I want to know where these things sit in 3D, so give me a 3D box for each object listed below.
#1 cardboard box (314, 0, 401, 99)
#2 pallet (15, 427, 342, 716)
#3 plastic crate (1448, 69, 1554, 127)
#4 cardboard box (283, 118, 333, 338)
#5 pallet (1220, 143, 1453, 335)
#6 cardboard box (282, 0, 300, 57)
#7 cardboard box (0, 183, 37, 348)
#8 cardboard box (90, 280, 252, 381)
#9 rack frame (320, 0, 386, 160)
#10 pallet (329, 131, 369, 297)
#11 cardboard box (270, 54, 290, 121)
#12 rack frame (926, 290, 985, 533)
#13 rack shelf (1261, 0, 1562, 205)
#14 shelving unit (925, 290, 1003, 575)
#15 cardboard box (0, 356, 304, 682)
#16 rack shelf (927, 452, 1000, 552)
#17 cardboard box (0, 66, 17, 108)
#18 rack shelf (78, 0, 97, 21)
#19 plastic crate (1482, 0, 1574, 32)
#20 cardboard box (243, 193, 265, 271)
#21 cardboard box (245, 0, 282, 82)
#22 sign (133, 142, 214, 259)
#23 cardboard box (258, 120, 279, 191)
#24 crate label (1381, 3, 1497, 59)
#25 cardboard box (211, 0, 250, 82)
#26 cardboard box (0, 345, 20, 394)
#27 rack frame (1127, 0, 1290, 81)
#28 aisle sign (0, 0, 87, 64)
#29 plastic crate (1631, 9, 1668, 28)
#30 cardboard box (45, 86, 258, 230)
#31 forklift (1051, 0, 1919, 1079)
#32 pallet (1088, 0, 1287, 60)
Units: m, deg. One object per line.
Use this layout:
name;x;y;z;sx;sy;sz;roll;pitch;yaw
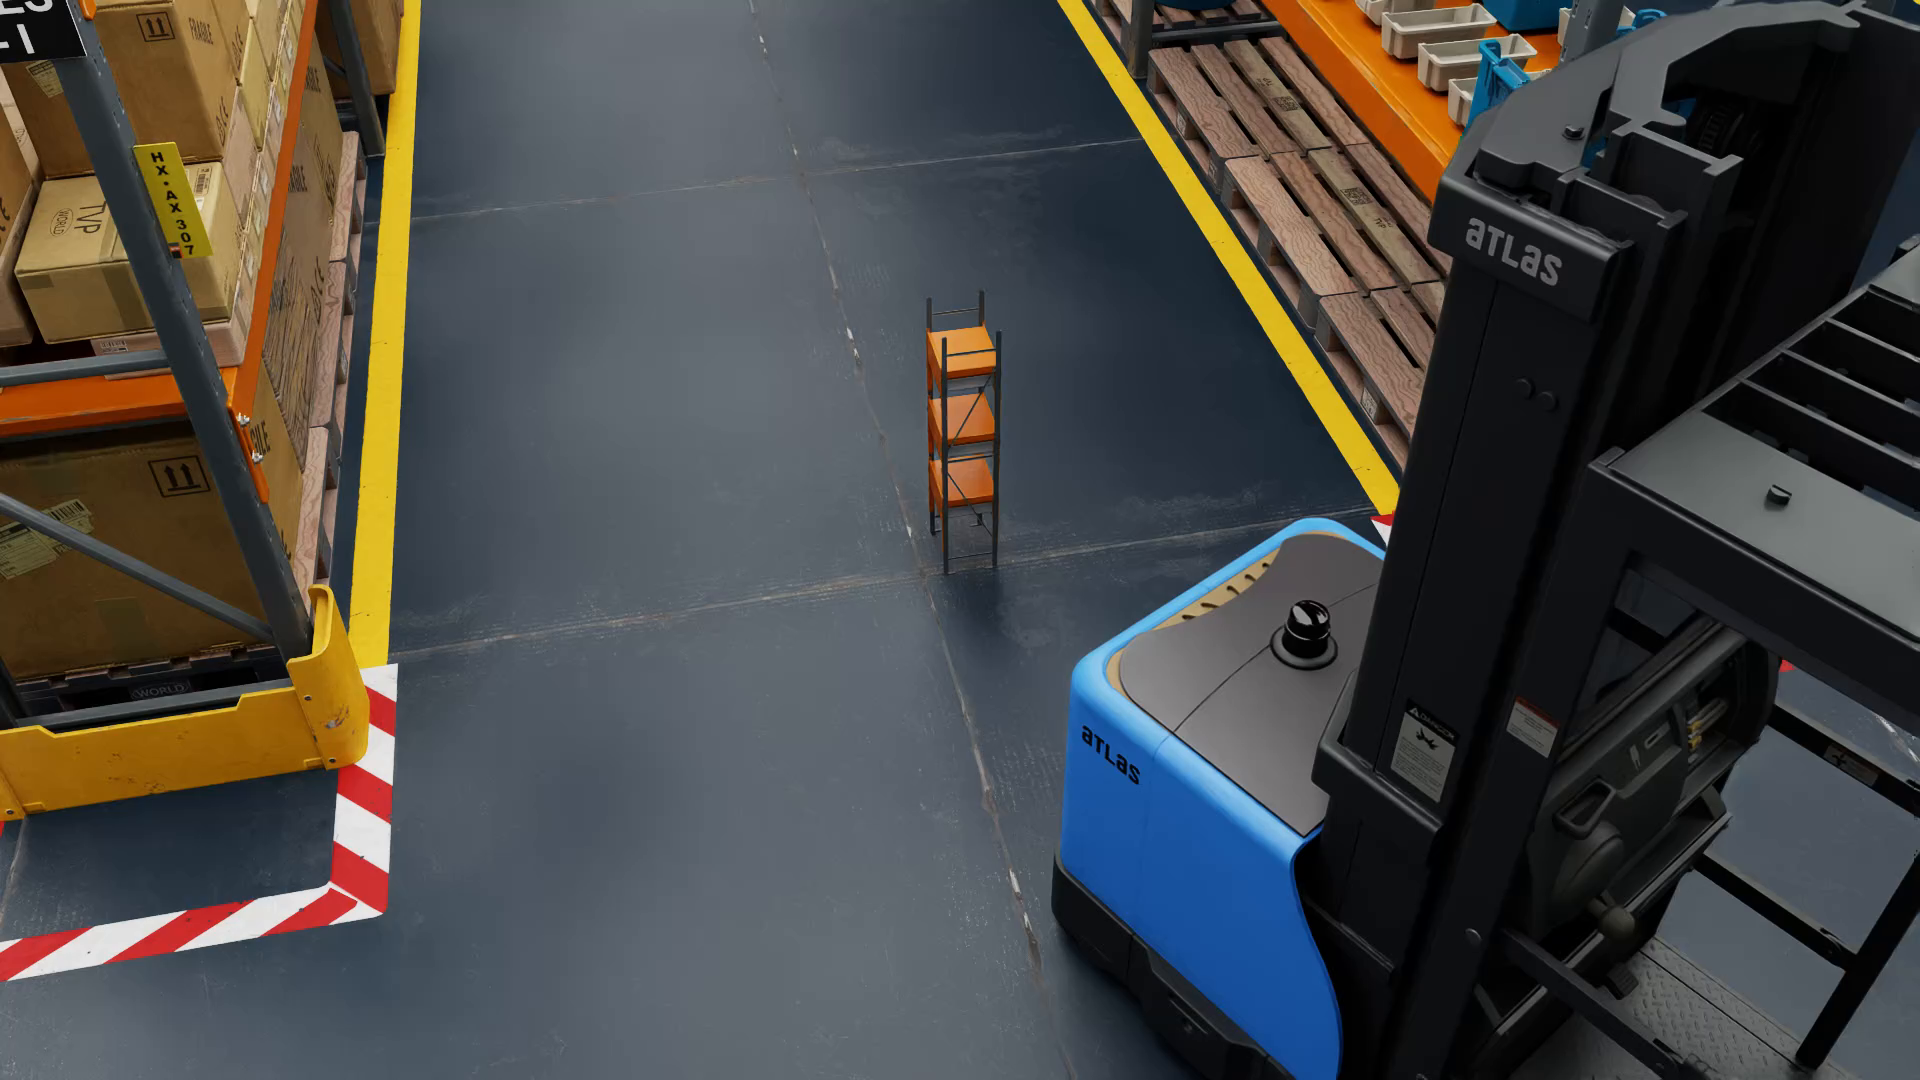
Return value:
cardboard box;-3.573;-2.802;8.431;1.225;0.875;0.875;-8;42;-9
pallet;-2.801;0.101;5.977;1.003;0.211;1.213;-8;42;-9
plastic crate;1.931;-1.571;5.914;0.396;0.136;0.243;-8;42;-9
cardboard box;-3.157;-1.367;6.815;0.875;0.875;0.875;-8;42;-9
pallet;1.884;-1.431;7.703;1.003;0.211;1.213;-8;42;-9
cardboard box;-2.752;-1.950;6.377;0.380;0.149;0.250;-9;42;-10
cardboard box;-2.916;-0.766;4.742;0.500;0.250;0.500;-9;42;-10
cardboard box;-2.306;-0.618;4.876;0.380;0.149;0.250;-8;42;-9
rack frame;-3.415;-3.028;7.401;1.000;3.000;0.127;-8;42;-9
pallet;-3.328;-1.481;7.759;1.003;0.211;1.213;-8;42;-9
cardboard box;-2.640;-1.615;5.999;0.380;0.149;0.250;-9;42;-10
rack frame;-0.015;-0.437;5.951;0.200;1.050;0.008;-8;42;-9
rack shelf;1.853;-2.172;6.979;1.077;0.370;4.000;-8;42;-9
shelving unit;0.012;-0.358;5.862;0.215;1.050;0.252;-8;42;-9
cardboard box;-2.768;-0.201;5.501;0.875;0.875;0.875;-8;42;-9
rack shelf;0.012;-0.142;6.054;0.215;0.259;0.240;-8;42;-9
cardboard box;-3.135;-1.425;5.485;0.500;0.250;0.500;-10;43;-11
rack shelf;-2.984;-2.584;5.184;1.077;0.370;4.000;-8;42;-9
plastic crate;2.268;-2.165;6.510;0.416;0.233;0.300;-8;42;-9
cardboard box;-2.419;-0.950;5.250;0.380;0.149;0.250;-9;42;-10
cardboard box;-2.733;-1.840;5.952;0.500;0.250;0.500;-9;42;-10
sign;-2.009;-0.864;4.252;0.100;0.325;0.005;-8;42;-9
cardboard box;-2.530;-1.284;5.626;0.380;0.149;0.250;-9;42;-10
crate label;1.799;-1.938;6.327;0.396;0.136;0.243;-8;42;-9
cardboard box;-2.618;-1.779;5.319;0.500;0.500;0.500;-9;42;-10
cardboard box;-2.950;-0.525;4.771;0.380;0.149;0.250;-8;42;-8
rack frame;1.421;-3.737;8.201;1.000;3.000;0.127;-8;42;-9
aisle sign;-2.244;-1.403;3.613;0.394;0.787;0.004;-8;42;-9
plastic crate;2.410;-1.738;6.030;0.416;0.233;0.300;-8;42;-9
cardboard box;-2.511;-1.176;5.204;0.500;0.250;0.500;-9;42;-10
forklift;1.606;0.570;3.400;1.130;2.935;3.031;-29;49;-29
pallet;1.295;-3.201;9.697;1.003;0.211;1.213;-8;42;-9
